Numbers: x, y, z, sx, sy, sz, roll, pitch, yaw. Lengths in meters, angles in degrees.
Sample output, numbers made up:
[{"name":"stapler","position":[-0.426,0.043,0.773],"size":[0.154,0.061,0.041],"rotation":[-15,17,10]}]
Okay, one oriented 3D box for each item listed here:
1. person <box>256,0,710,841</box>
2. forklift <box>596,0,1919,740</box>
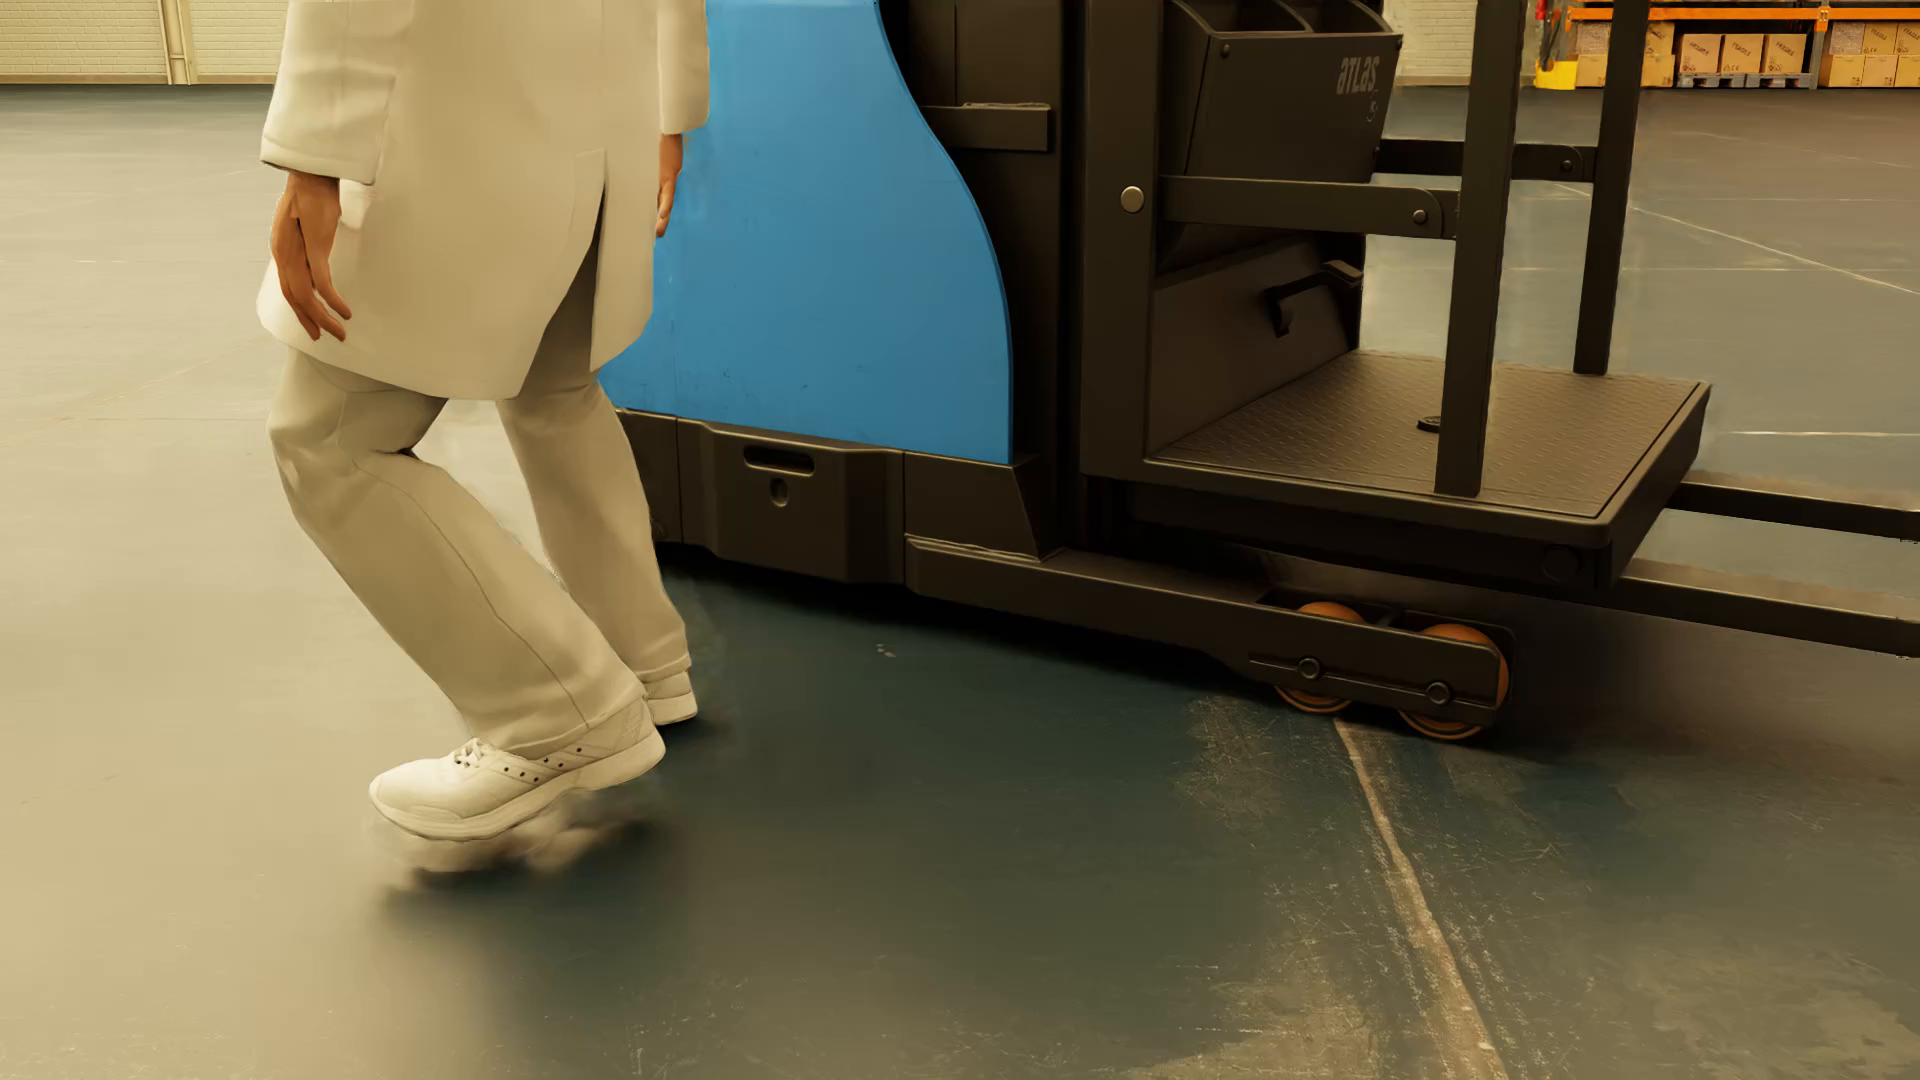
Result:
[{"name":"person","position":[-0.596,-0.499,2.106],"size":[0.504,1.719,0.841],"rotation":[9,19,26]},{"name":"forklift","position":[0.728,-1.288,2.576],"size":[3.031,2.935,1.130],"rotation":[10,20,29]}]
